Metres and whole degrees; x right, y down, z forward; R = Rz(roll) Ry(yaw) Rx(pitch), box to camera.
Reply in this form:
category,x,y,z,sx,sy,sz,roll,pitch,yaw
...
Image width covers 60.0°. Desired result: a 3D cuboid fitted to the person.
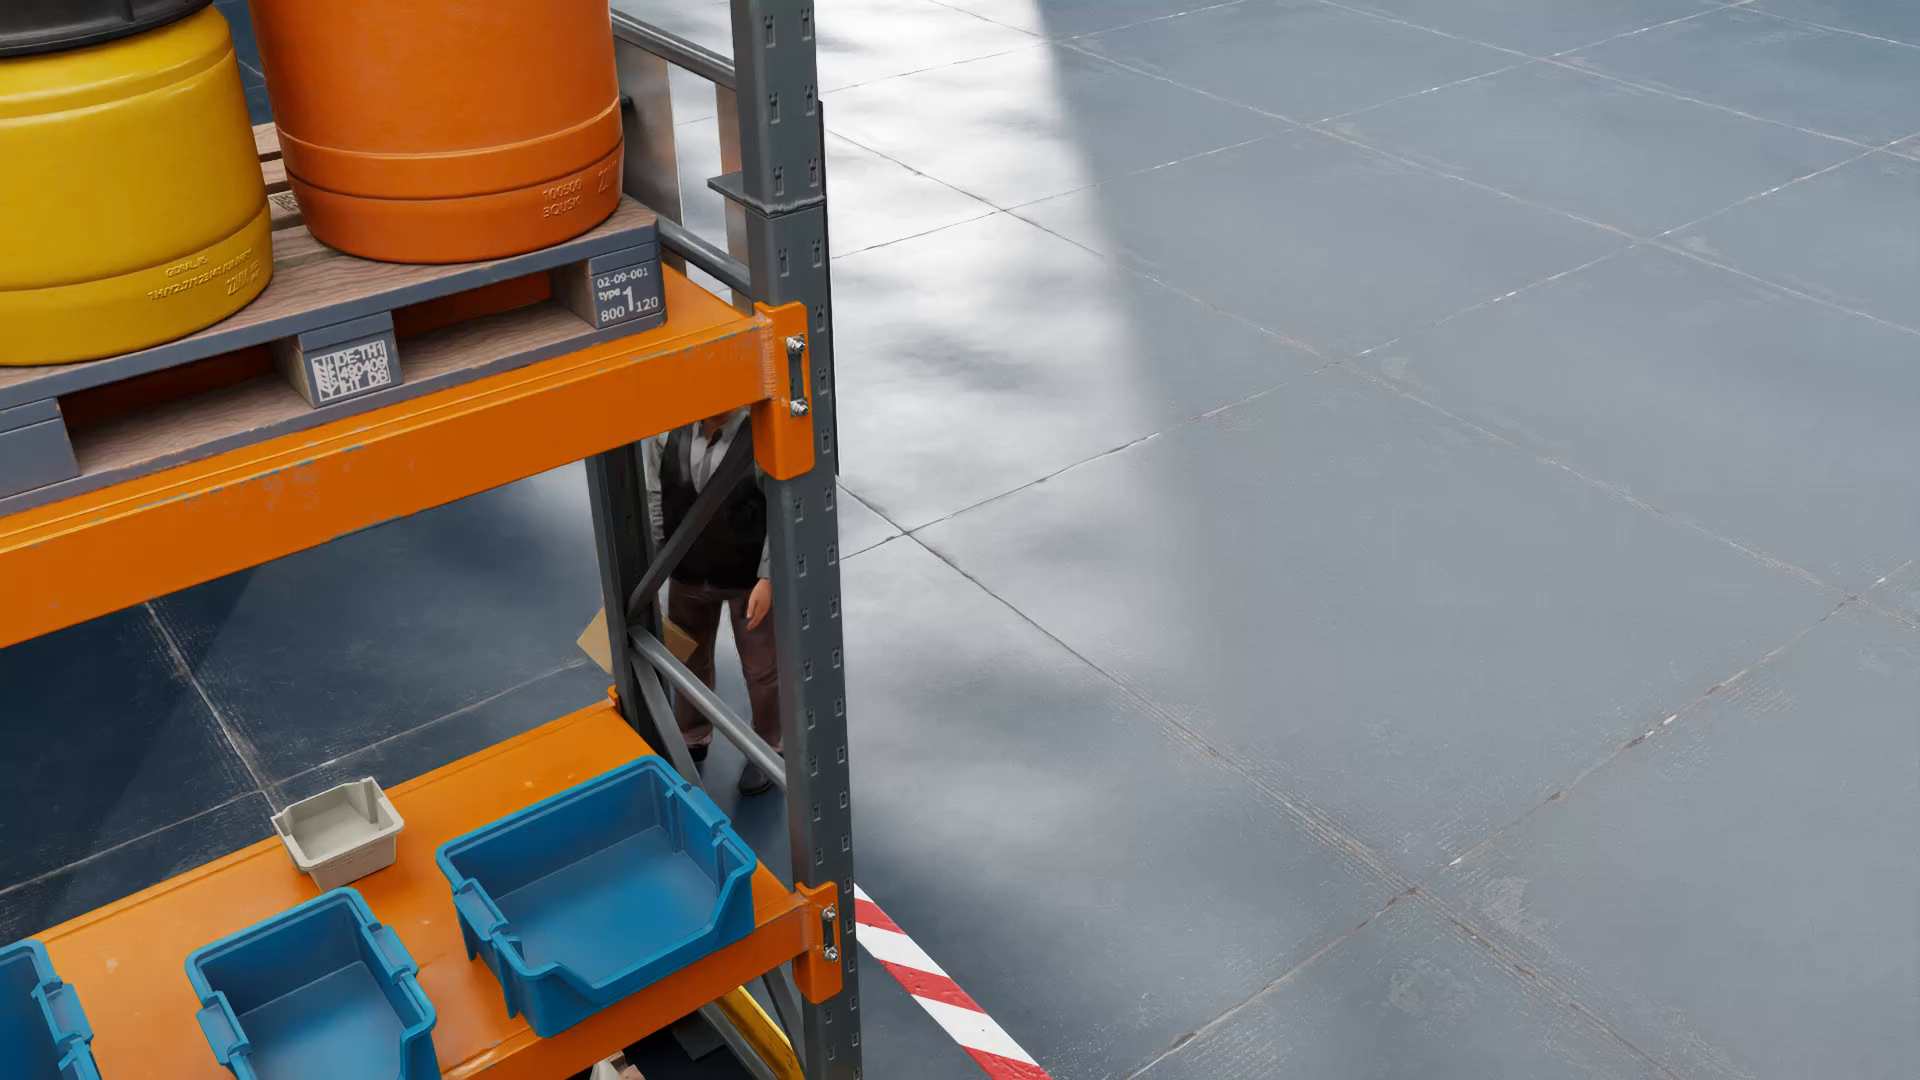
category,x,y,z,sx,sy,sz,roll,pitch,yaw
person,-0.870,0.136,5.917,0.600,1.726,0.458,8,33,12
